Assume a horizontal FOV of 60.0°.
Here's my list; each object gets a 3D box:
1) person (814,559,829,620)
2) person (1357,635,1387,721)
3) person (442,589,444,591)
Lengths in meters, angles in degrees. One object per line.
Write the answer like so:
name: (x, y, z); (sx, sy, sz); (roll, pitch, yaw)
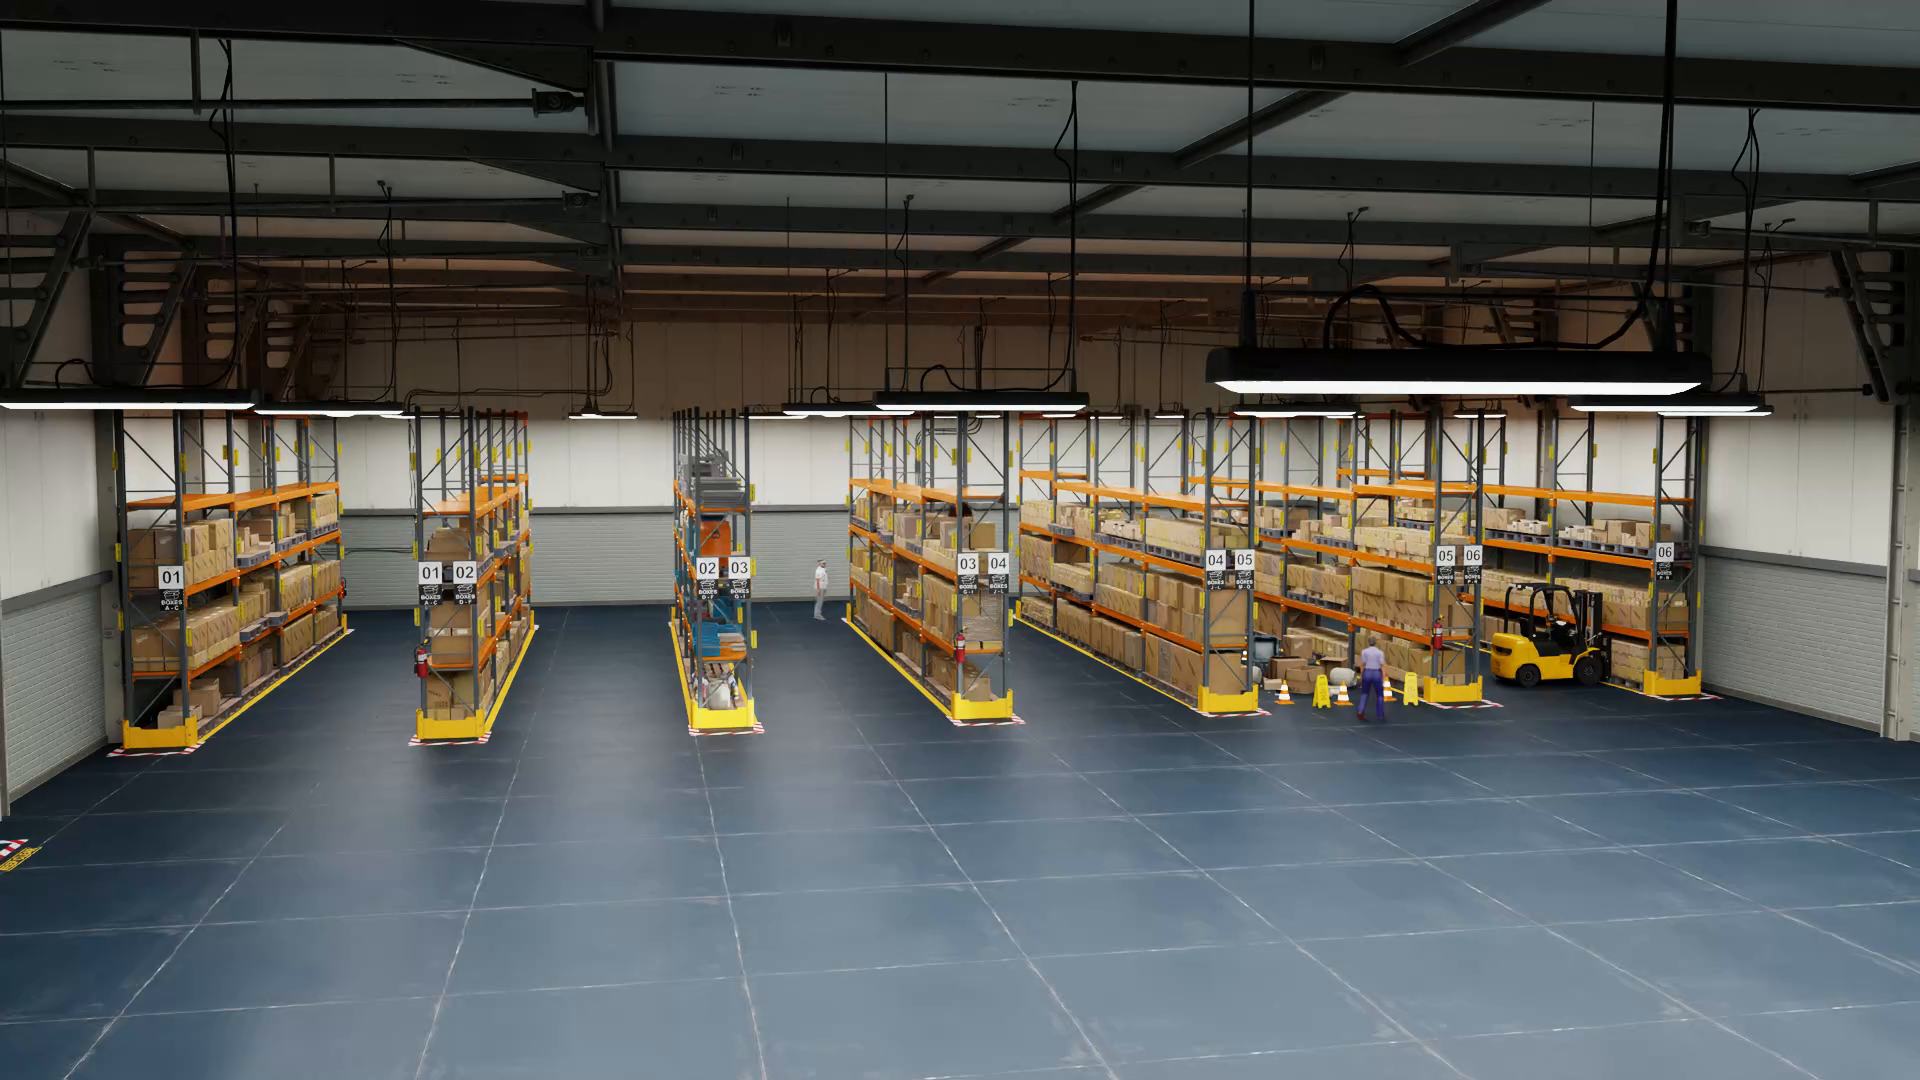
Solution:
person: (-4.015, 1.420, 48.233); (0.396, 1.783, 0.585); (0, 4, 4)
person: (7.926, 2.651, 31.855); (0.519, 1.663, 0.540); (2, 5, 29)
person: (-14.030, 1.700, 44.836); (0.415, 1.696, 0.504); (0, 4, 2)
